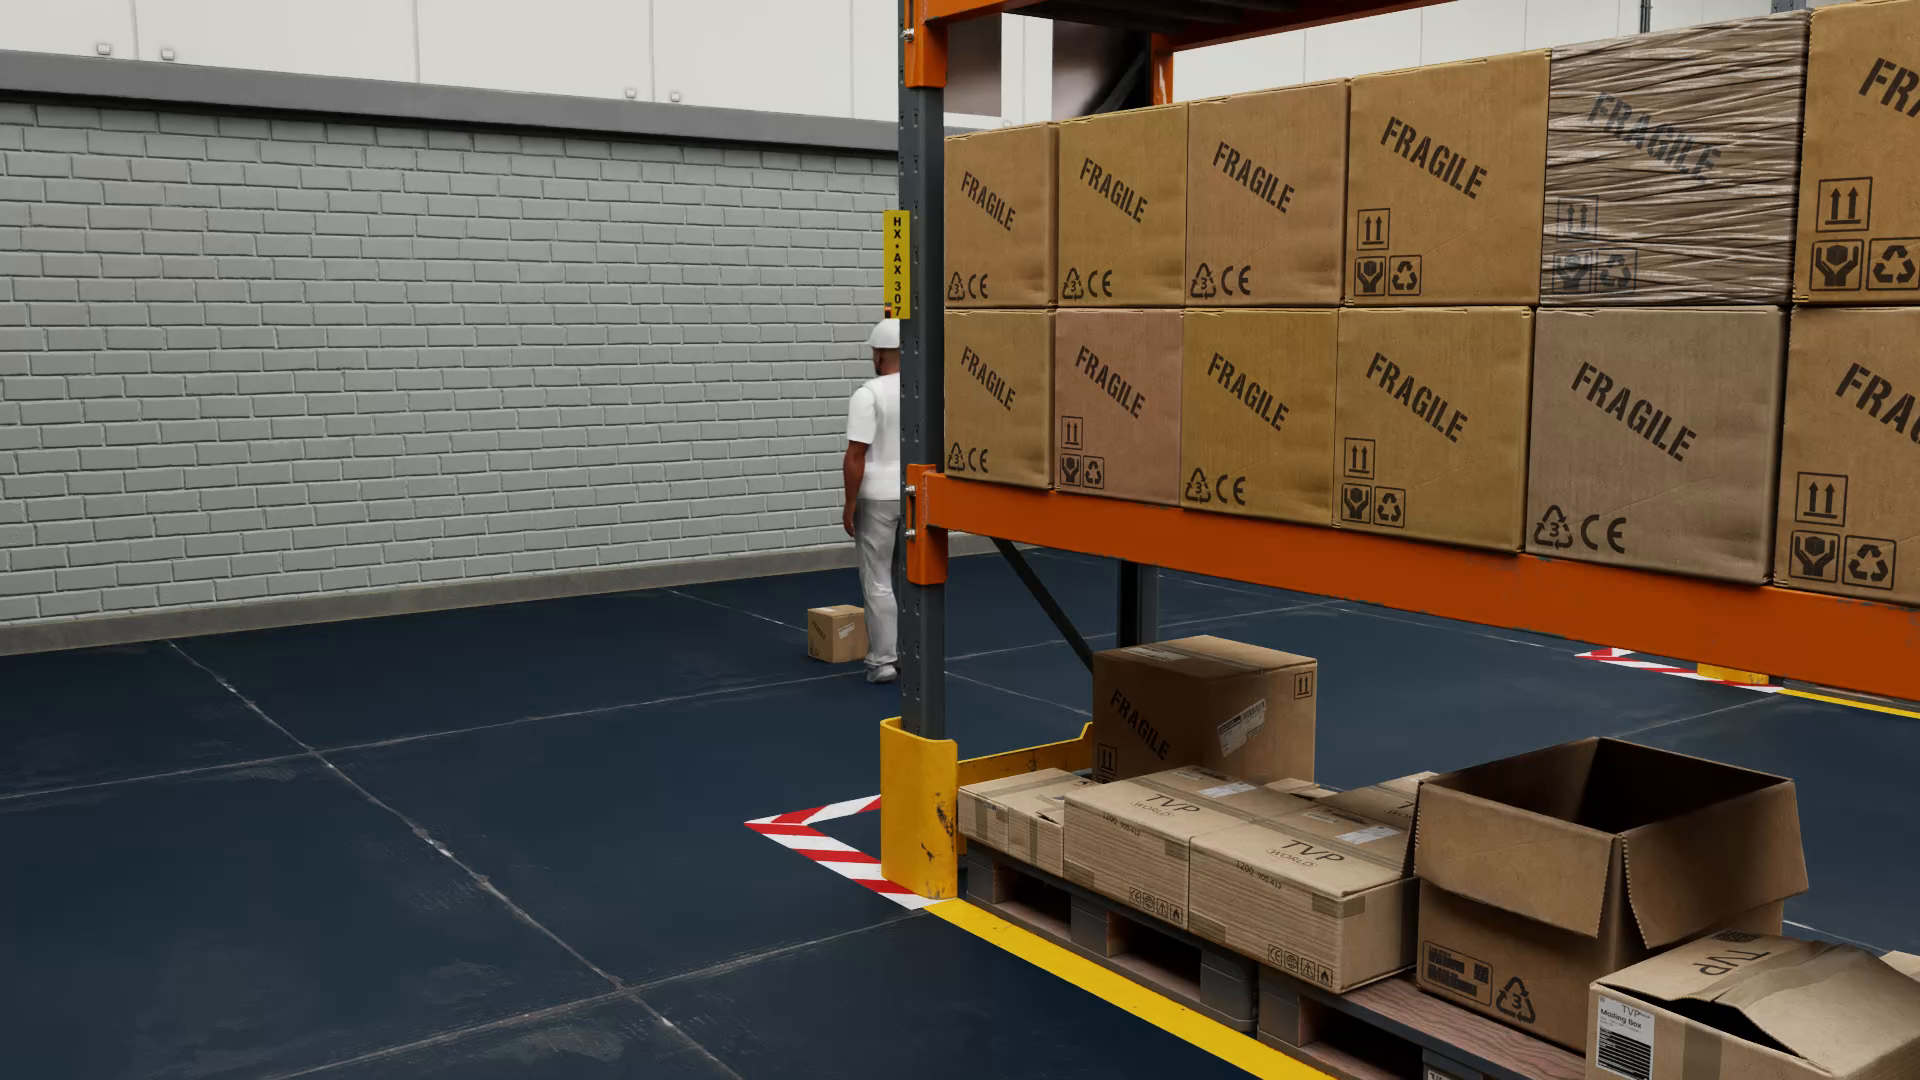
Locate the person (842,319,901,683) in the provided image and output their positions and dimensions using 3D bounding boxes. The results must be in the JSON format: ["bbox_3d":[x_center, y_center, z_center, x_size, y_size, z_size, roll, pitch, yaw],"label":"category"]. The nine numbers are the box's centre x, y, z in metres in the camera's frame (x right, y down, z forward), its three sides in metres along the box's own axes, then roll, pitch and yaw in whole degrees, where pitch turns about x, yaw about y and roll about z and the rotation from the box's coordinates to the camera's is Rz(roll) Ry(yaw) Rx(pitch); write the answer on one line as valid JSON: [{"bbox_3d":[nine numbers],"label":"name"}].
[{"bbox_3d":[-0.344,-0.161,8.231,0.567,1.849,0.406,-5,9,-35],"label":"person"}]
